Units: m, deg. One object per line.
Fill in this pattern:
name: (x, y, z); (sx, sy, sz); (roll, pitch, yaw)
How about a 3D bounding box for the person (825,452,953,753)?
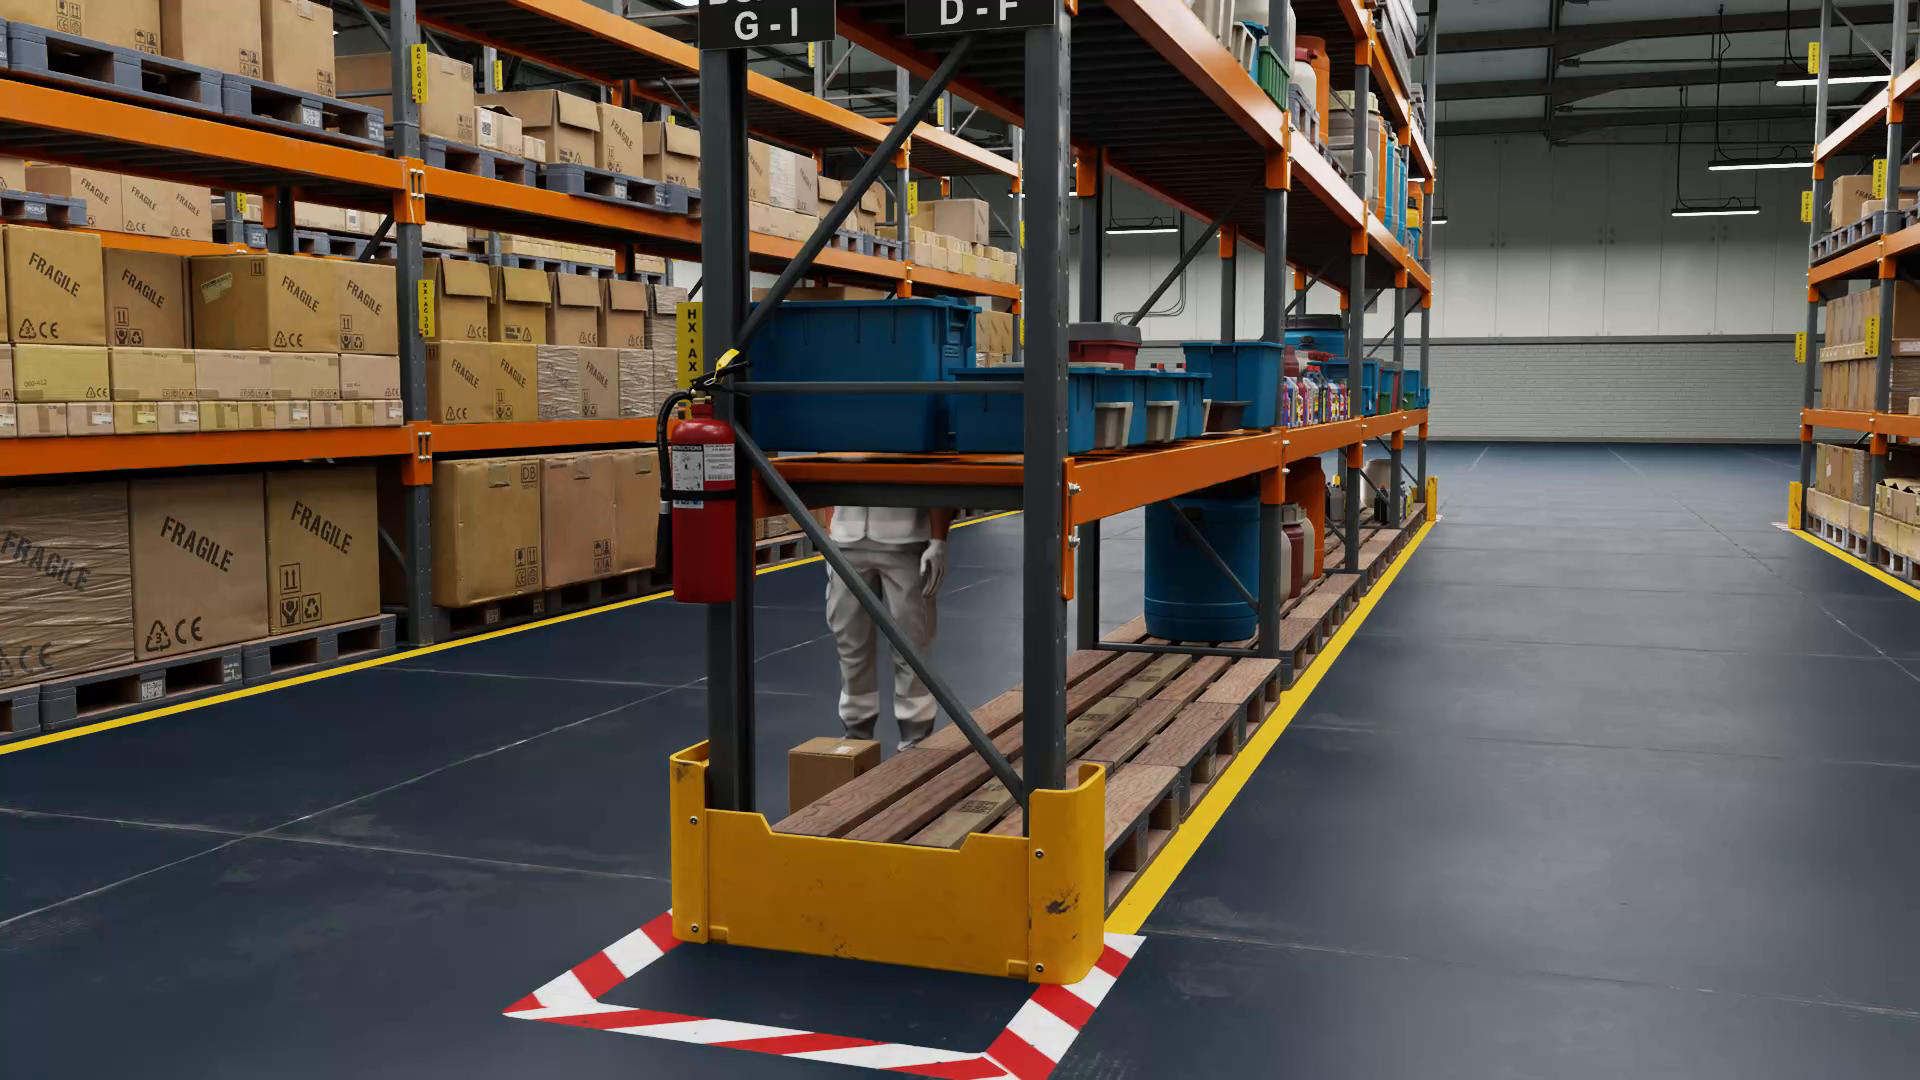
person: (-0.284, 0.046, 6.262); (0.525, 1.792, 0.355); (2, 5, 20)
